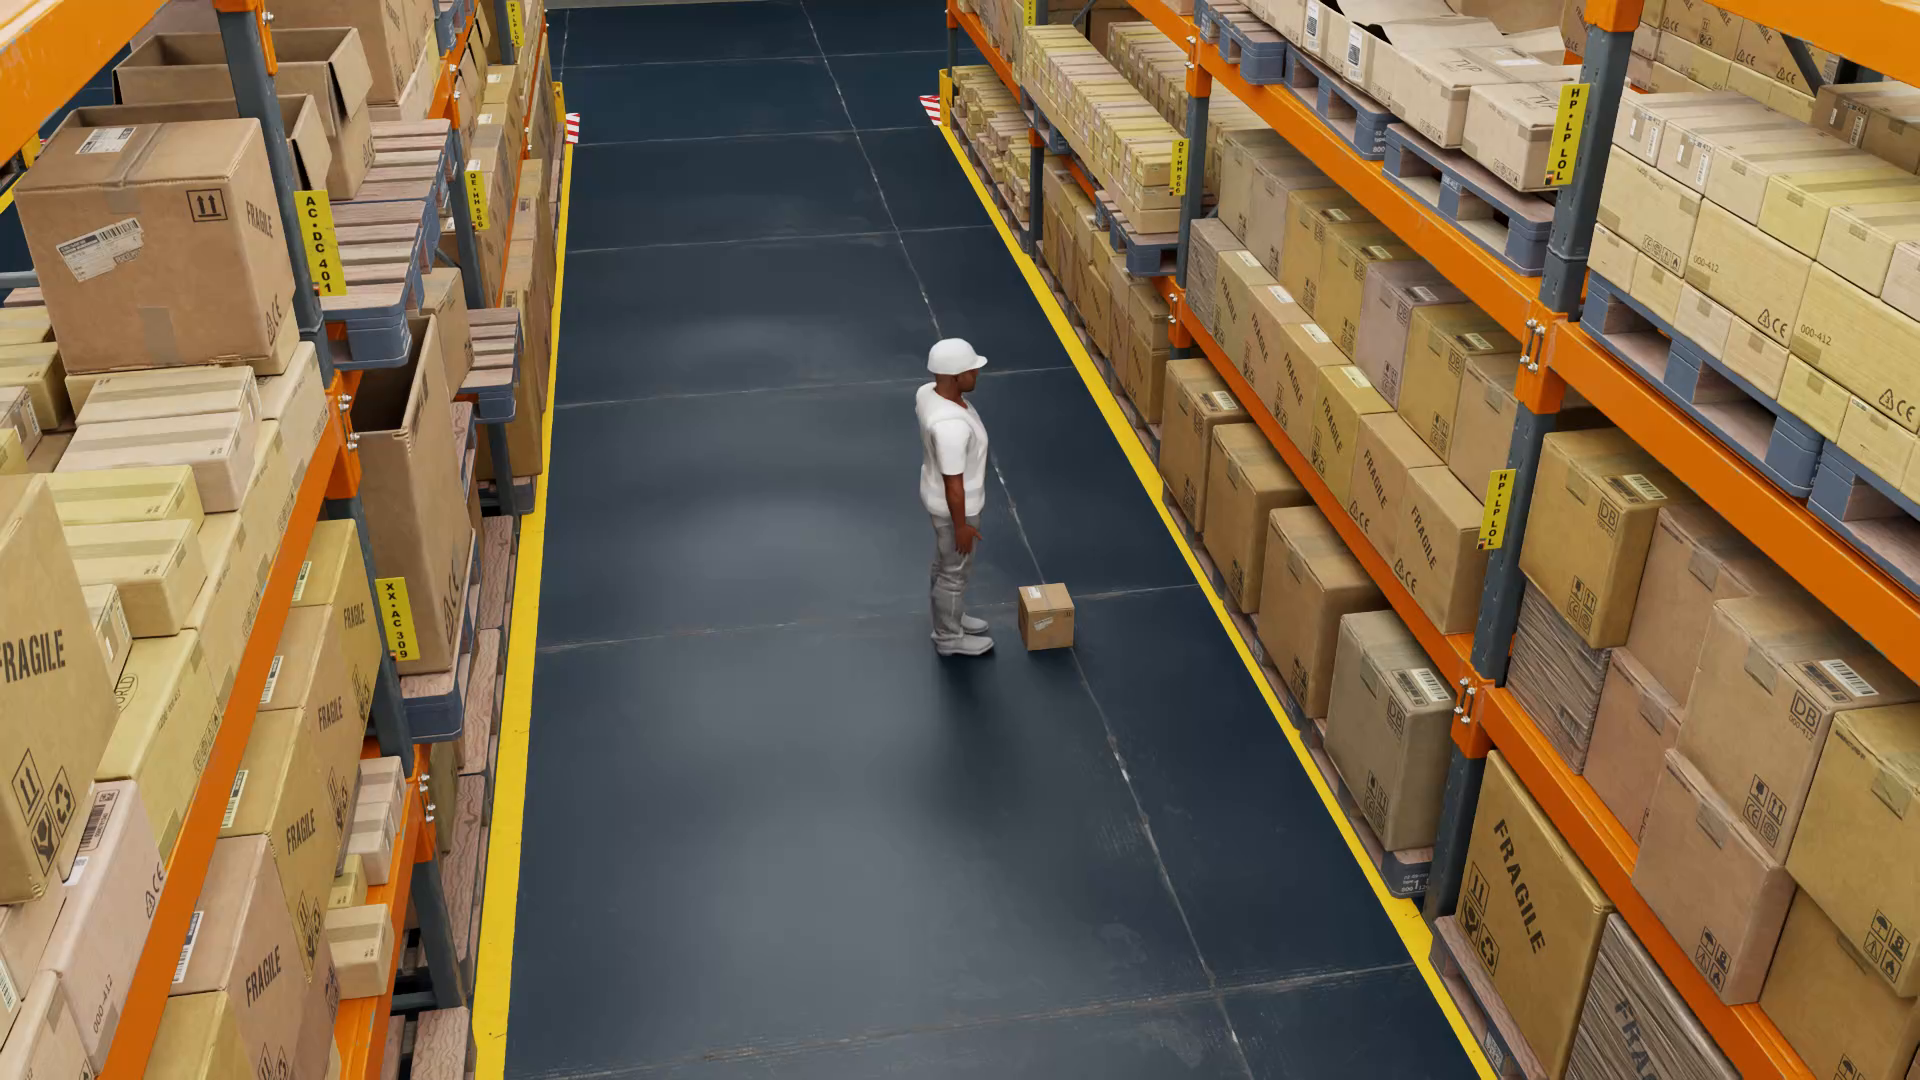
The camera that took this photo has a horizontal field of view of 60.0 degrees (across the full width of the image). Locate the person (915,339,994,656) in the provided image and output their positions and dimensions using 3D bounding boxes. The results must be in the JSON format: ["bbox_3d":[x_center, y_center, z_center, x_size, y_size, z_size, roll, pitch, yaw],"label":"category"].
[{"bbox_3d":[-0.010,-0.197,8.448,0.384,1.775,0.583,-5,31,-9],"label":"person"}]
